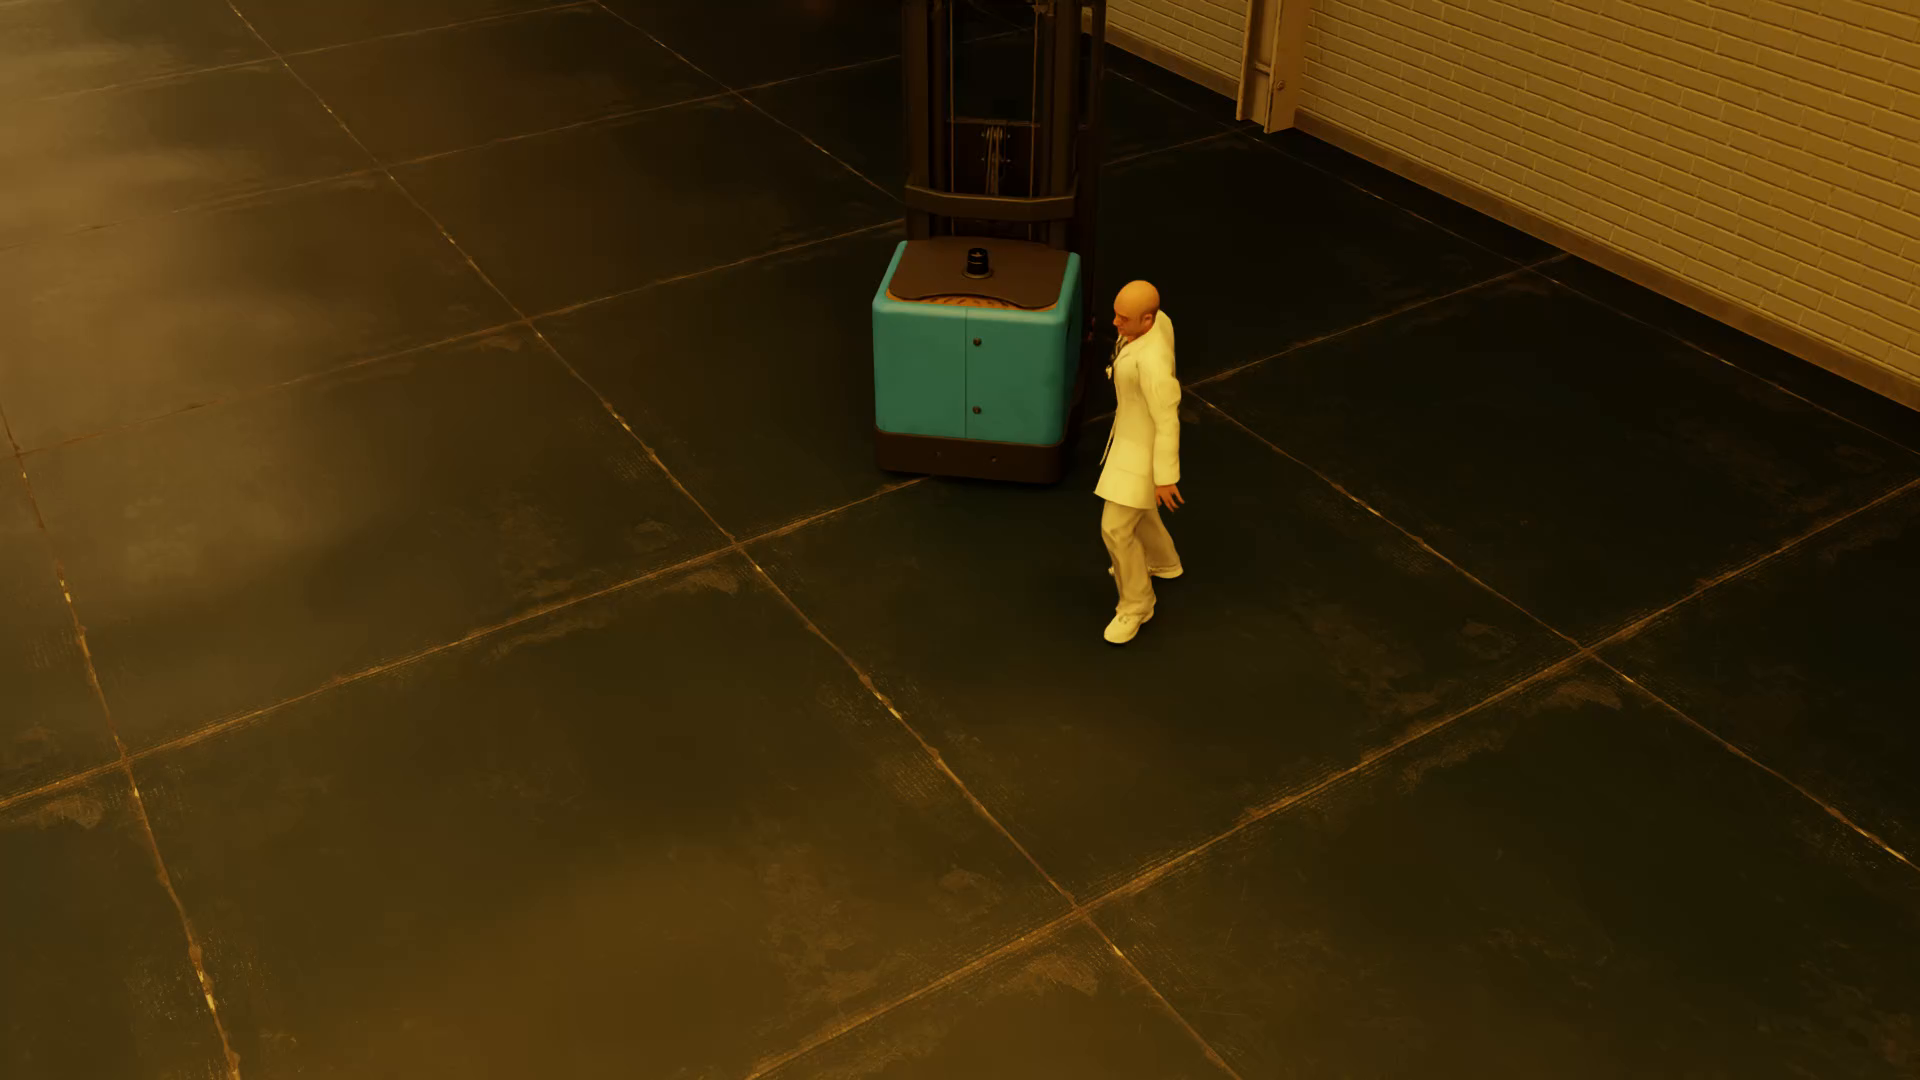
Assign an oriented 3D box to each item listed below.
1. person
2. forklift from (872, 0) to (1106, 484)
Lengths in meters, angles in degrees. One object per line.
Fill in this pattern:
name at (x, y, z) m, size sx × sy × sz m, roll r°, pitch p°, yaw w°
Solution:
person at (0.881, -0.442, 7.841) m, size 0.483 × 1.749 × 0.924 m, roll 2°, pitch 35°, yaw 3°
forklift at (0.271, -2.340, 9.478) m, size 1.130 × 2.935 × 3.031 m, roll 5°, pitch 35°, yaw 7°
